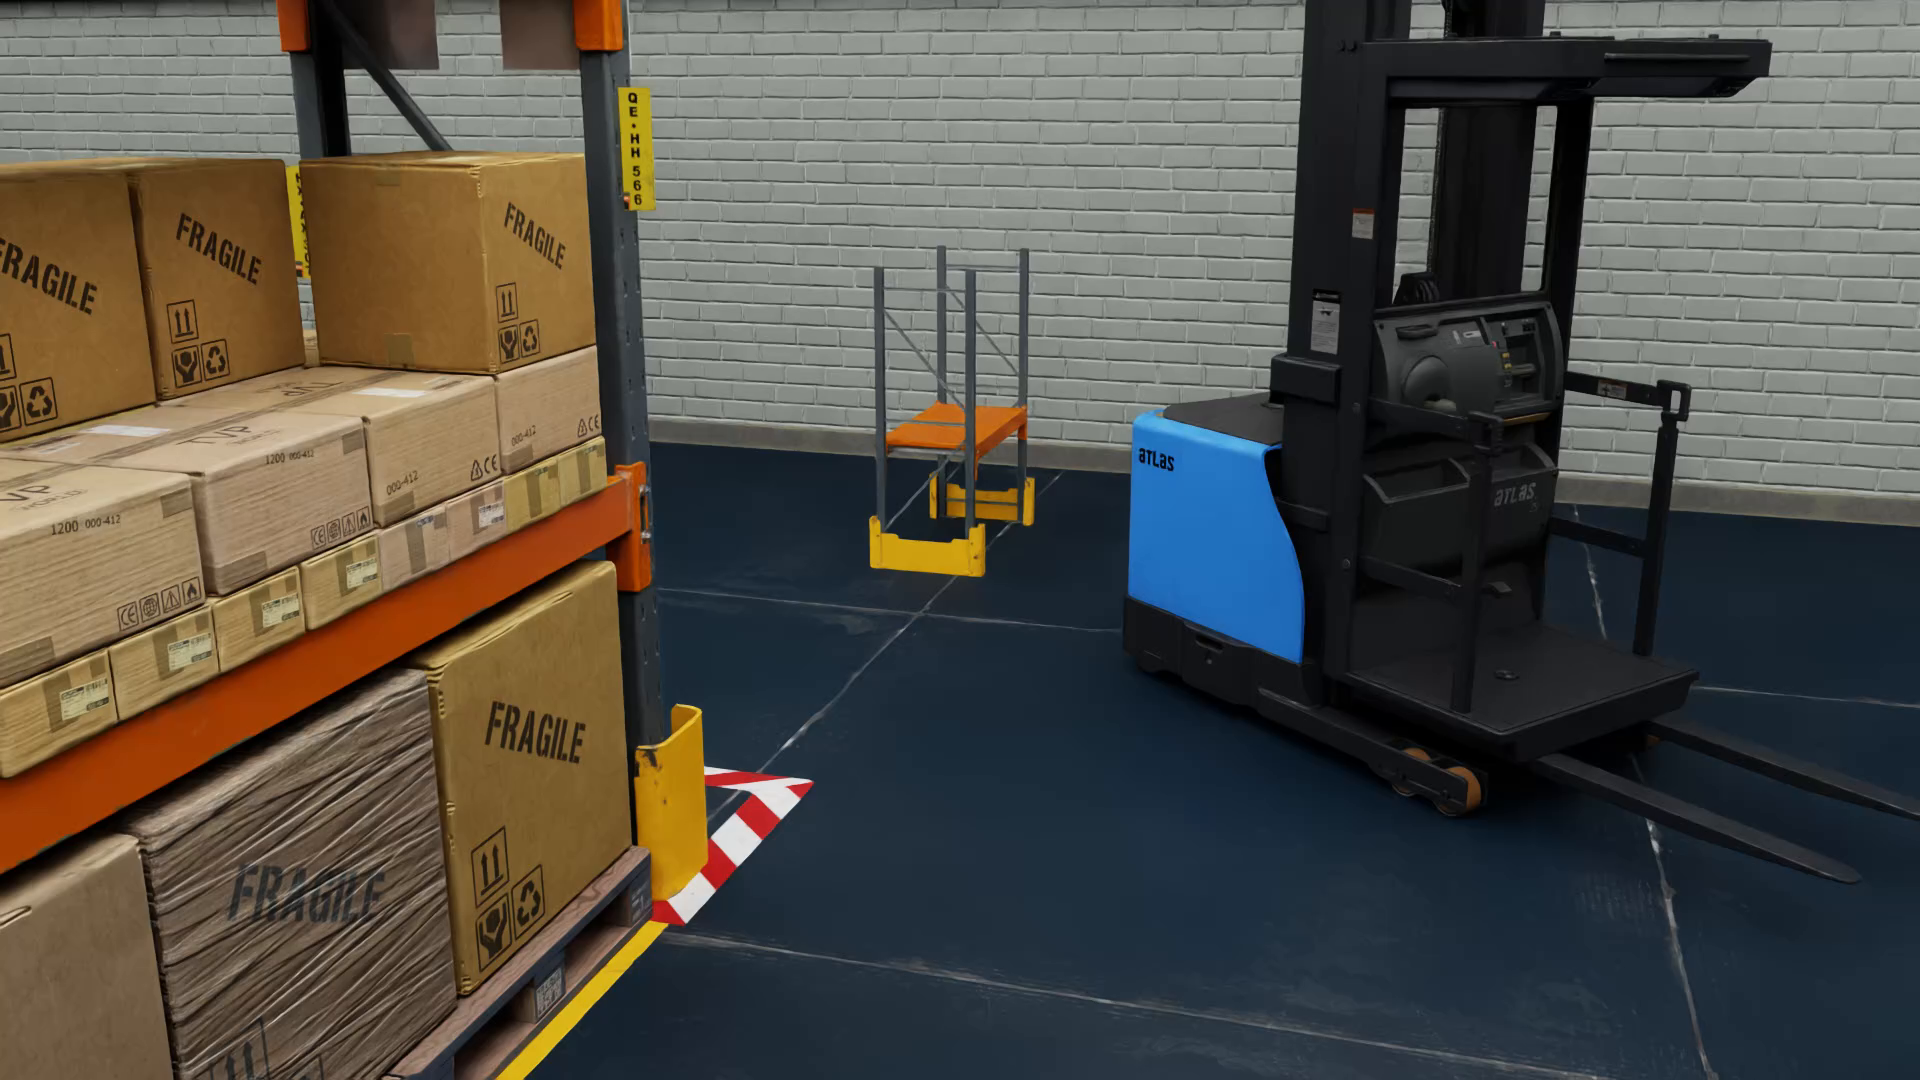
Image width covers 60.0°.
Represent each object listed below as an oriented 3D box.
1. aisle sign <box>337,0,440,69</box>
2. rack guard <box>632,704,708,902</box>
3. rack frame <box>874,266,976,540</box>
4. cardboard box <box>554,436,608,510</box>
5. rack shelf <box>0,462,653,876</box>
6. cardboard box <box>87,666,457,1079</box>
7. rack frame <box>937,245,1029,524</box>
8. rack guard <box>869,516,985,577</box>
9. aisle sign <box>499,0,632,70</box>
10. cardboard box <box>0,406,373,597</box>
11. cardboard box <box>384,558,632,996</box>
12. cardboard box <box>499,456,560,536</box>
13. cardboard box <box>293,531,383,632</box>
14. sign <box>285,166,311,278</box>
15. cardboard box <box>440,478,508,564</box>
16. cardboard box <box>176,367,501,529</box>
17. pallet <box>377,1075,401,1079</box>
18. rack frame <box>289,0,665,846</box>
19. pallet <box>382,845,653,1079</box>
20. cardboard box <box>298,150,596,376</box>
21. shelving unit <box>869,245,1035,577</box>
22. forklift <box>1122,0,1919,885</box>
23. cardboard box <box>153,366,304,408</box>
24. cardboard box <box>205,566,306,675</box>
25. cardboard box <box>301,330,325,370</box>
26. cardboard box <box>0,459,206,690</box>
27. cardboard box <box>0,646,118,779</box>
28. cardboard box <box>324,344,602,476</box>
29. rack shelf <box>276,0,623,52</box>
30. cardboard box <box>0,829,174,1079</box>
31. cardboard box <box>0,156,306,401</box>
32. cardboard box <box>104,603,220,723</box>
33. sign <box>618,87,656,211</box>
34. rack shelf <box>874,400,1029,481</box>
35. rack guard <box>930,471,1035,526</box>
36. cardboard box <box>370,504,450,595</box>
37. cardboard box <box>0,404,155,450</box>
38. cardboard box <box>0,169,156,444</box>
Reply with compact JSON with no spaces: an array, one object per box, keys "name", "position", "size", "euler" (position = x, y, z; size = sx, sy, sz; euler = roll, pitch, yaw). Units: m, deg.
[{"name":"aisle sign","position":[-1.663,-1.728,4.660],"size":[0.394,0.787,0.004],"euler":[5,16,16]},{"name":"rack guard","position":[-1.389,0.761,5.229],"size":[1.175,0.500,0.348],"euler":[5,16,16]},{"name":"rack frame","position":[-0.169,-0.566,8.077],"size":[0.500,1.500,0.032],"euler":[5,16,16]},{"name":"cardboard box","position":[-1.182,-0.195,4.482],"size":[0.380,0.149,0.250],"euler":[5,17,17]},{"name":"rack shelf","position":[-1.964,0.434,3.119],"size":[1.077,0.370,4.000],"euler":[5,16,16]},{"name":"cardboard box","position":[-1.760,0.797,3.647],"size":[0.875,0.875,0.875],"euler":[5,16,16]},{"name":"rack frame","position":[0.120,-0.832,9.015],"size":[0.500,1.500,0.032],"euler":[5,16,16]},{"name":"rack guard","position":[-0.163,0.030,8.266],"size":[0.587,0.250,0.087],"euler":[5,16,16]},{"name":"aisle sign","position":[-1.088,-1.681,4.495],"size":[0.394,0.787,0.004],"euler":[5,16,16]},{"name":"cardboard box","position":[-1.568,-0.093,3.389],"size":[0.500,0.250,0.500],"euler":[4,16,14]},{"name":"cardboard box","position":[-1.501,0.559,4.486],"size":[0.875,0.875,0.875],"euler":[5,16,16]},{"name":"cardboard box","position":[-1.254,-0.127,4.241],"size":[0.380,0.149,0.250],"euler":[5,17,16]},{"name":"cardboard box","position":[-1.470,0.072,3.539],"size":[0.380,0.149,0.250],"euler":[4,16,15]},{"name":"sign","position":[-1.926,-0.934,4.894],"size":[0.100,0.325,0.005],"euler":[5,16,16]},{"name":"cardboard box","position":[-1.327,-0.061,4.009],"size":[0.380,0.149,0.250],"euler":[5,16,16]},{"name":"cardboard box","position":[-1.424,-0.226,3.858],"size":[0.500,0.250,0.500],"euler":[4,16,15]},{"name":"pallet","position":[-1.897,1.440,3.366],"size":[1.003,0.211,1.213],"euler":[5,16,16]},{"name":"rack frame","position":[-1.396,-0.435,4.866],"size":[1.000,3.000,0.127],"euler":[5,16,16]},{"name":"pallet","position":[-1.548,1.122,4.487],"size":[1.003,0.211,1.213],"euler":[5,16,16]},{"name":"cardboard box","position":[-1.282,-0.719,4.222],"size":[0.500,0.500,0.500],"euler":[5,17,17]},{"name":"shelving unit","position":[-0.022,-0.702,8.554],"size":[0.587,1.500,1.083],"euler":[5,16,16]},{"name":"forklift","position":[1.919,-0.632,5.686],"size":[1.130,2.935,3.031],"euler":[-10,19,-32]},{"name":"cardboard box","position":[-1.933,-0.265,3.996],"size":[0.500,0.250,0.500],"euler":[4,16,15]},{"name":"cardboard box","position":[-1.544,0.140,3.300],"size":[0.380,0.149,0.250],"euler":[5,16,16]},{"name":"cardboard box","position":[-1.791,-0.401,4.477],"size":[0.500,0.250,0.500],"euler":[4,16,14]},{"name":"cardboard box","position":[-1.712,0.044,2.907],"size":[0.500,0.250,0.500],"euler":[5,16,16]},{"name":"cardboard box","position":[-1.688,0.273,2.831],"size":[0.380,0.149,0.250],"euler":[4,16,14]},{"name":"cardboard box","position":[-1.279,-0.359,4.326],"size":[0.500,0.250,0.500],"euler":[4,16,15]},{"name":"rack shelf","position":[-1.964,-1.009,2.710],"size":[1.077,0.370,4.000],"euler":[5,16,16]},{"name":"cardboard box","position":[-2.013,1.030,2.826],"size":[0.875,0.875,0.875],"euler":[5,16,16]},{"name":"cardboard box","position":[-1.933,-0.631,3.913],"size":[0.500,0.500,0.500],"euler":[4,16,15]},{"name":"cardboard box","position":[-1.616,0.205,3.072],"size":[0.380,0.149,0.250],"euler":[5,17,17]},{"name":"sign","position":[-0.880,-1.060,4.514],"size":[0.100,0.325,0.005],"euler":[5,16,16]},{"name":"rack shelf","position":[-0.024,-0.526,8.595],"size":[0.538,0.185,1.000],"euler":[5,16,16]},{"name":"rack guard","position":[0.120,-0.231,9.184],"size":[0.587,0.250,0.087],"euler":[5,16,16]},{"name":"cardboard box","position":[-1.398,0.004,3.779],"size":[0.380,0.149,0.250],"euler":[5,17,17]},{"name":"cardboard box","position":[-2.079,-0.134,3.533],"size":[0.500,0.250,0.500],"euler":[4,16,14]},{"name":"cardboard box","position":[-2.075,-0.495,3.434],"size":[0.500,0.500,0.500],"euler":[4,16,14]}]
